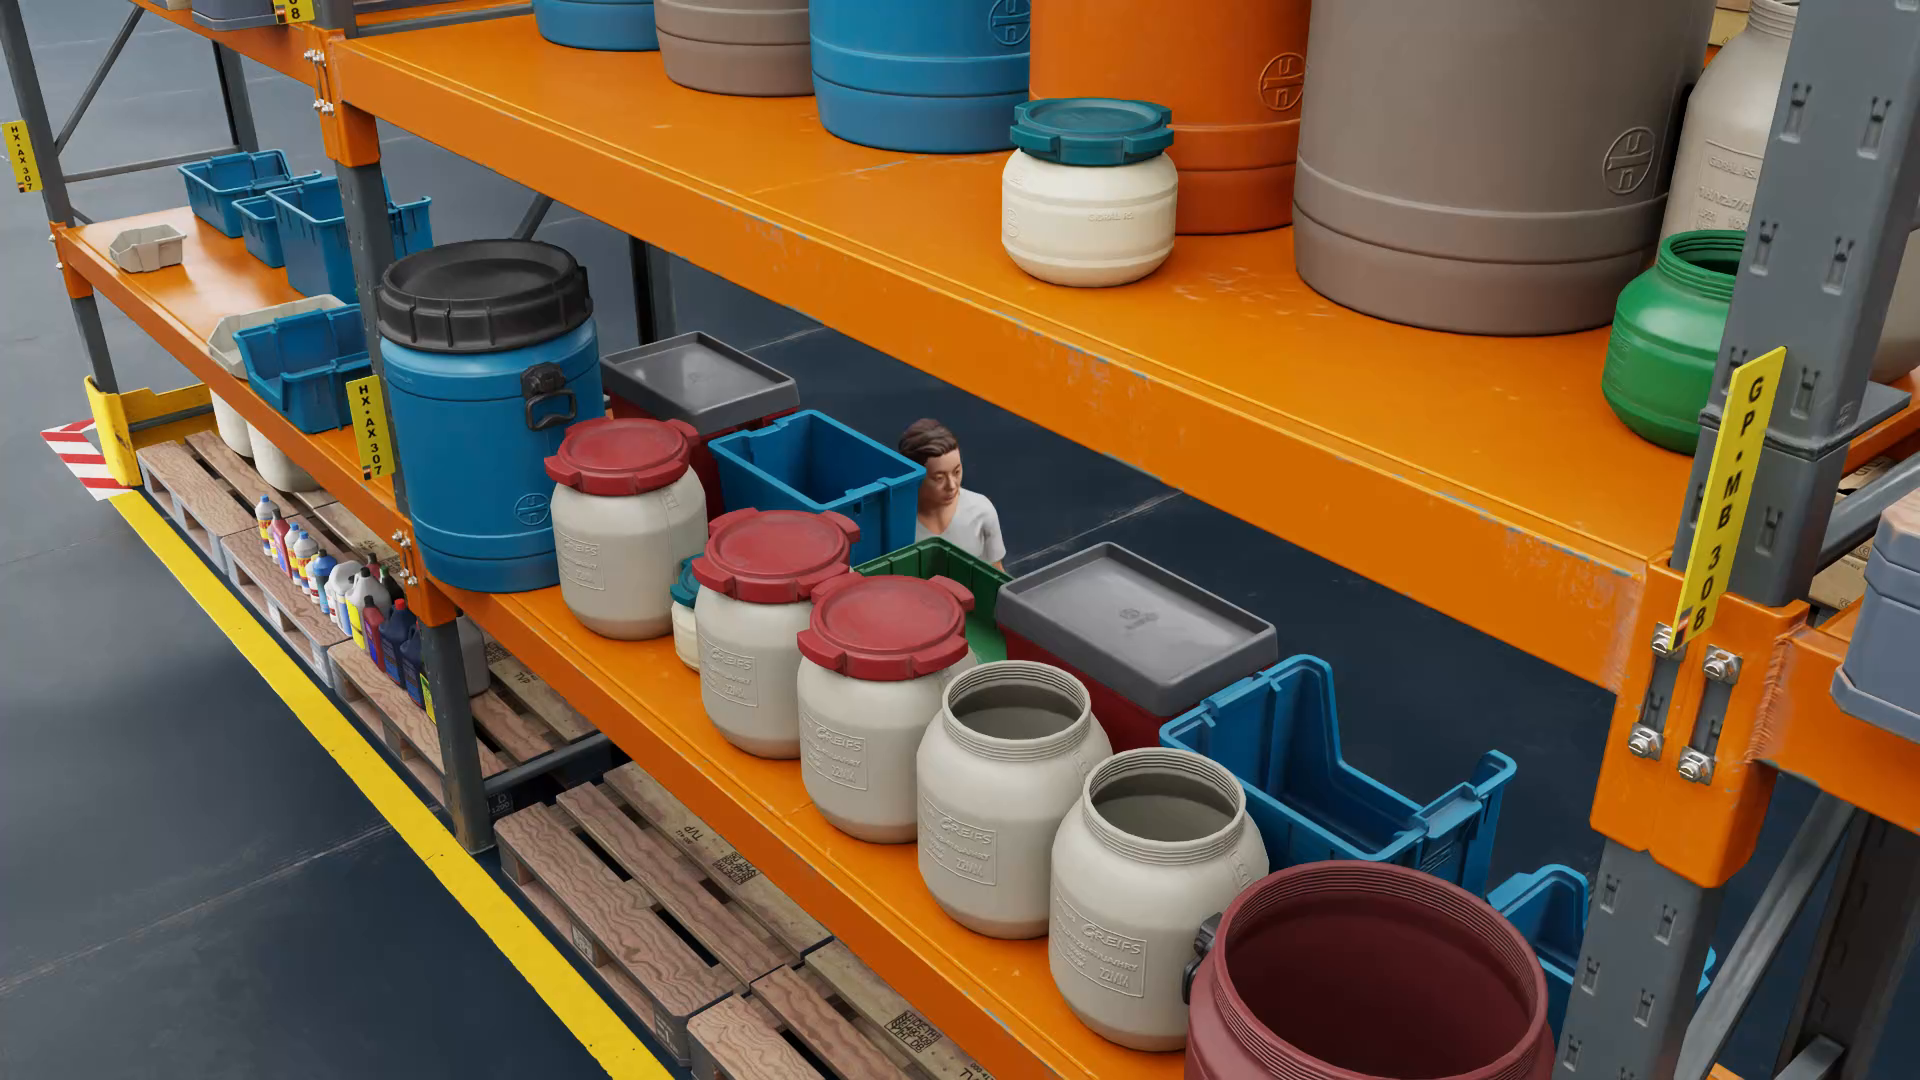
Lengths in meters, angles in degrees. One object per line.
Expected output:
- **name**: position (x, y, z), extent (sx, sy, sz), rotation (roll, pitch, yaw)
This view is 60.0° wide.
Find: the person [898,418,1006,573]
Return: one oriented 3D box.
- **person**: position (-0.060, 0.396, 5.348), extent (0.479, 1.627, 0.651), rotation (-5, 29, -10)
